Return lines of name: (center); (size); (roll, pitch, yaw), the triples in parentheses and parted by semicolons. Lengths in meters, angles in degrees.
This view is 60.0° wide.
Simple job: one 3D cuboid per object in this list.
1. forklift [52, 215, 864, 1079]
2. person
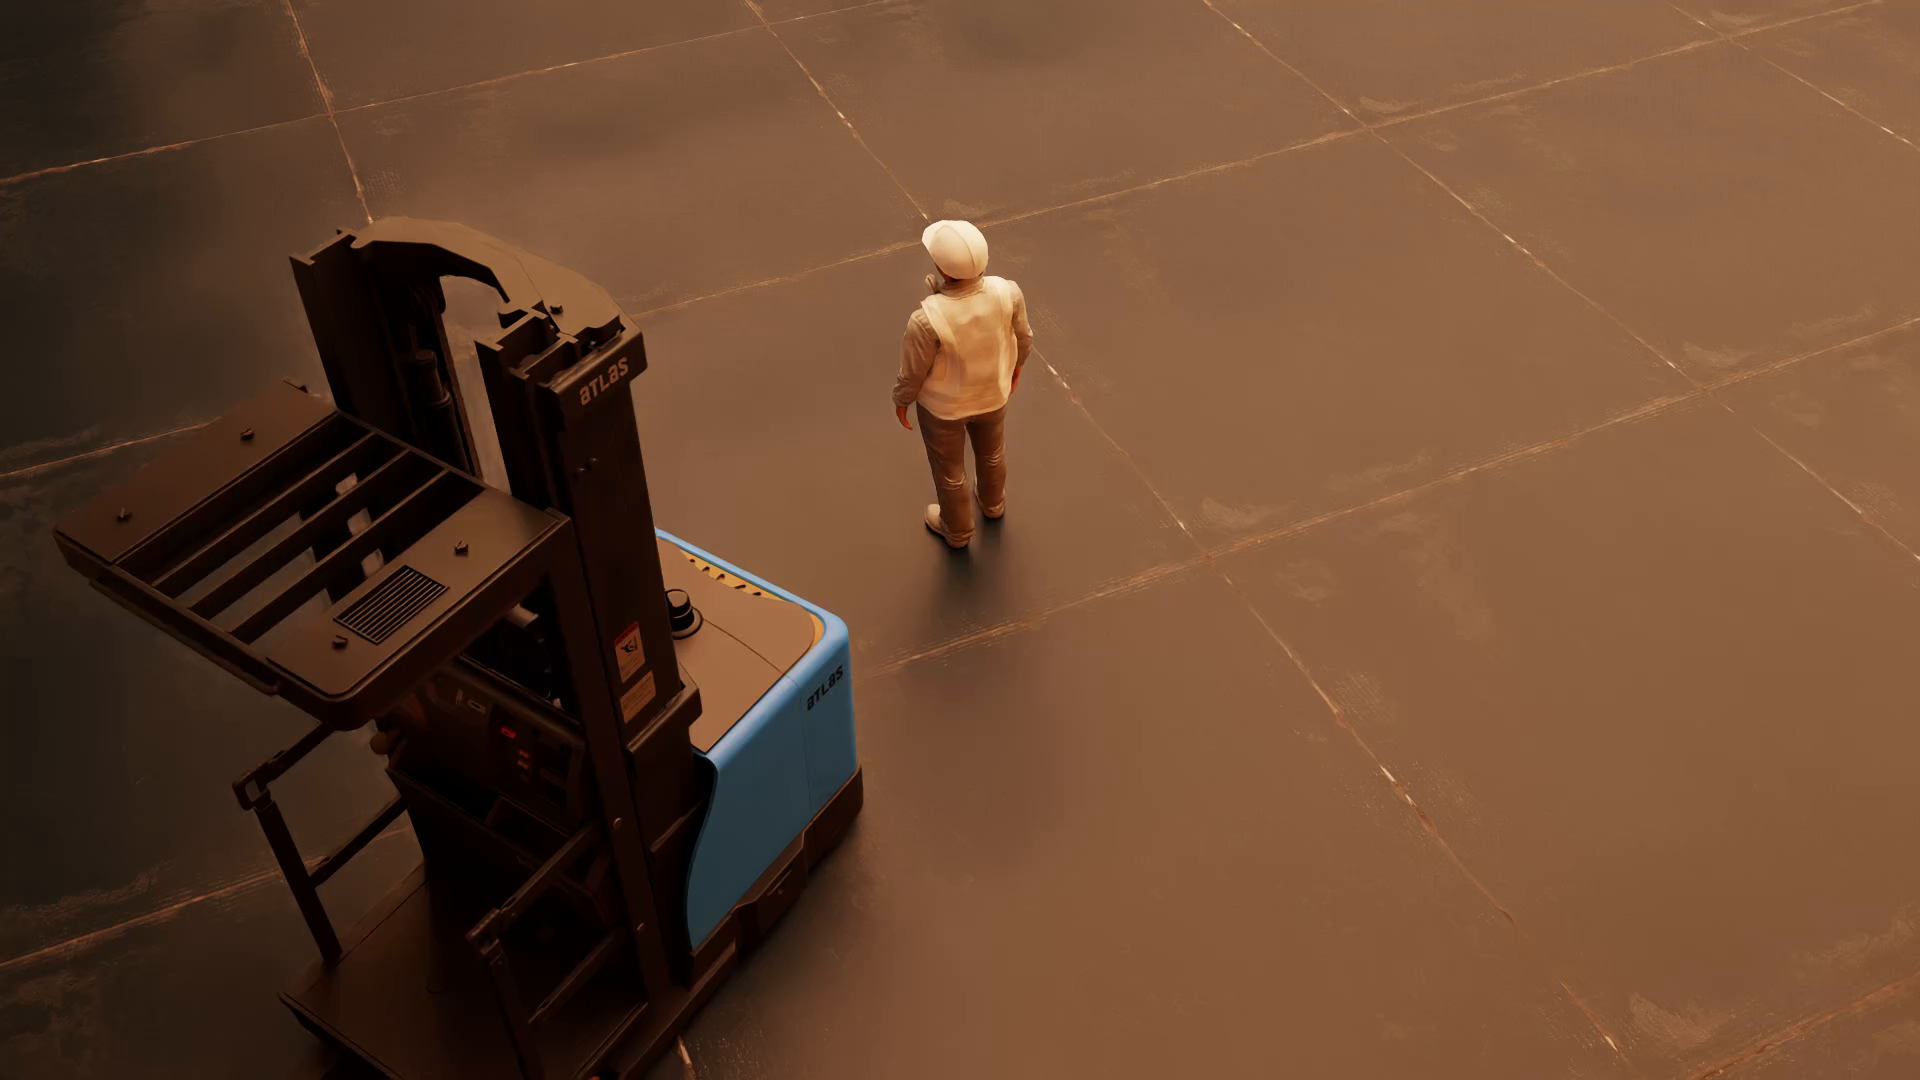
forklift: (-1.613, 0.664, 4.968); (1.130, 2.935, 3.031); (24, 48, 24)
person: (-0.015, -0.696, 7.263); (0.624, 1.773, 0.568); (-18, 46, -18)
